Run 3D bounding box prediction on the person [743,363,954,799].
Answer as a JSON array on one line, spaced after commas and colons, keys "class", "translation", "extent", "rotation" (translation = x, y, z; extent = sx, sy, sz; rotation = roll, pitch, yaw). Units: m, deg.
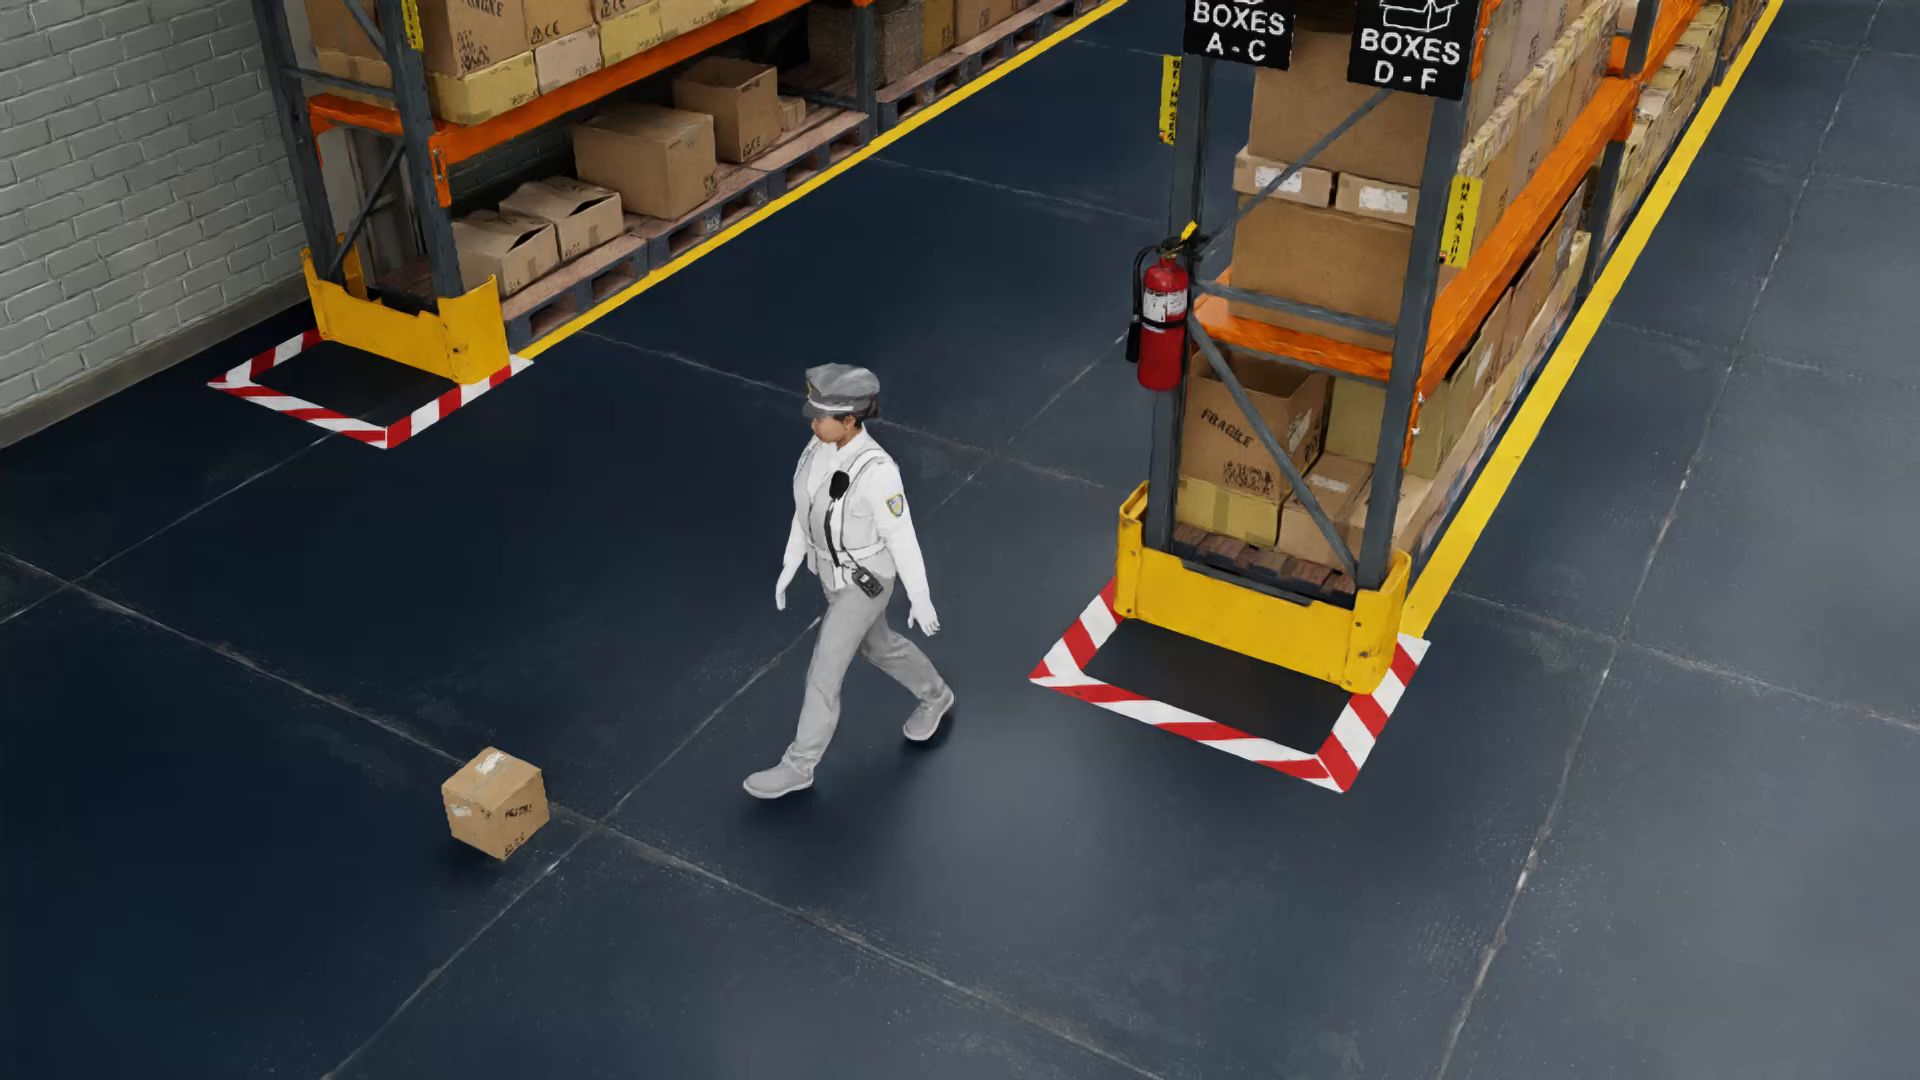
[{"class": "person", "translation": [-0.416, 0.152, 5.920], "extent": [0.940, 1.615, 0.557], "rotation": [-19, 39, -26]}]
